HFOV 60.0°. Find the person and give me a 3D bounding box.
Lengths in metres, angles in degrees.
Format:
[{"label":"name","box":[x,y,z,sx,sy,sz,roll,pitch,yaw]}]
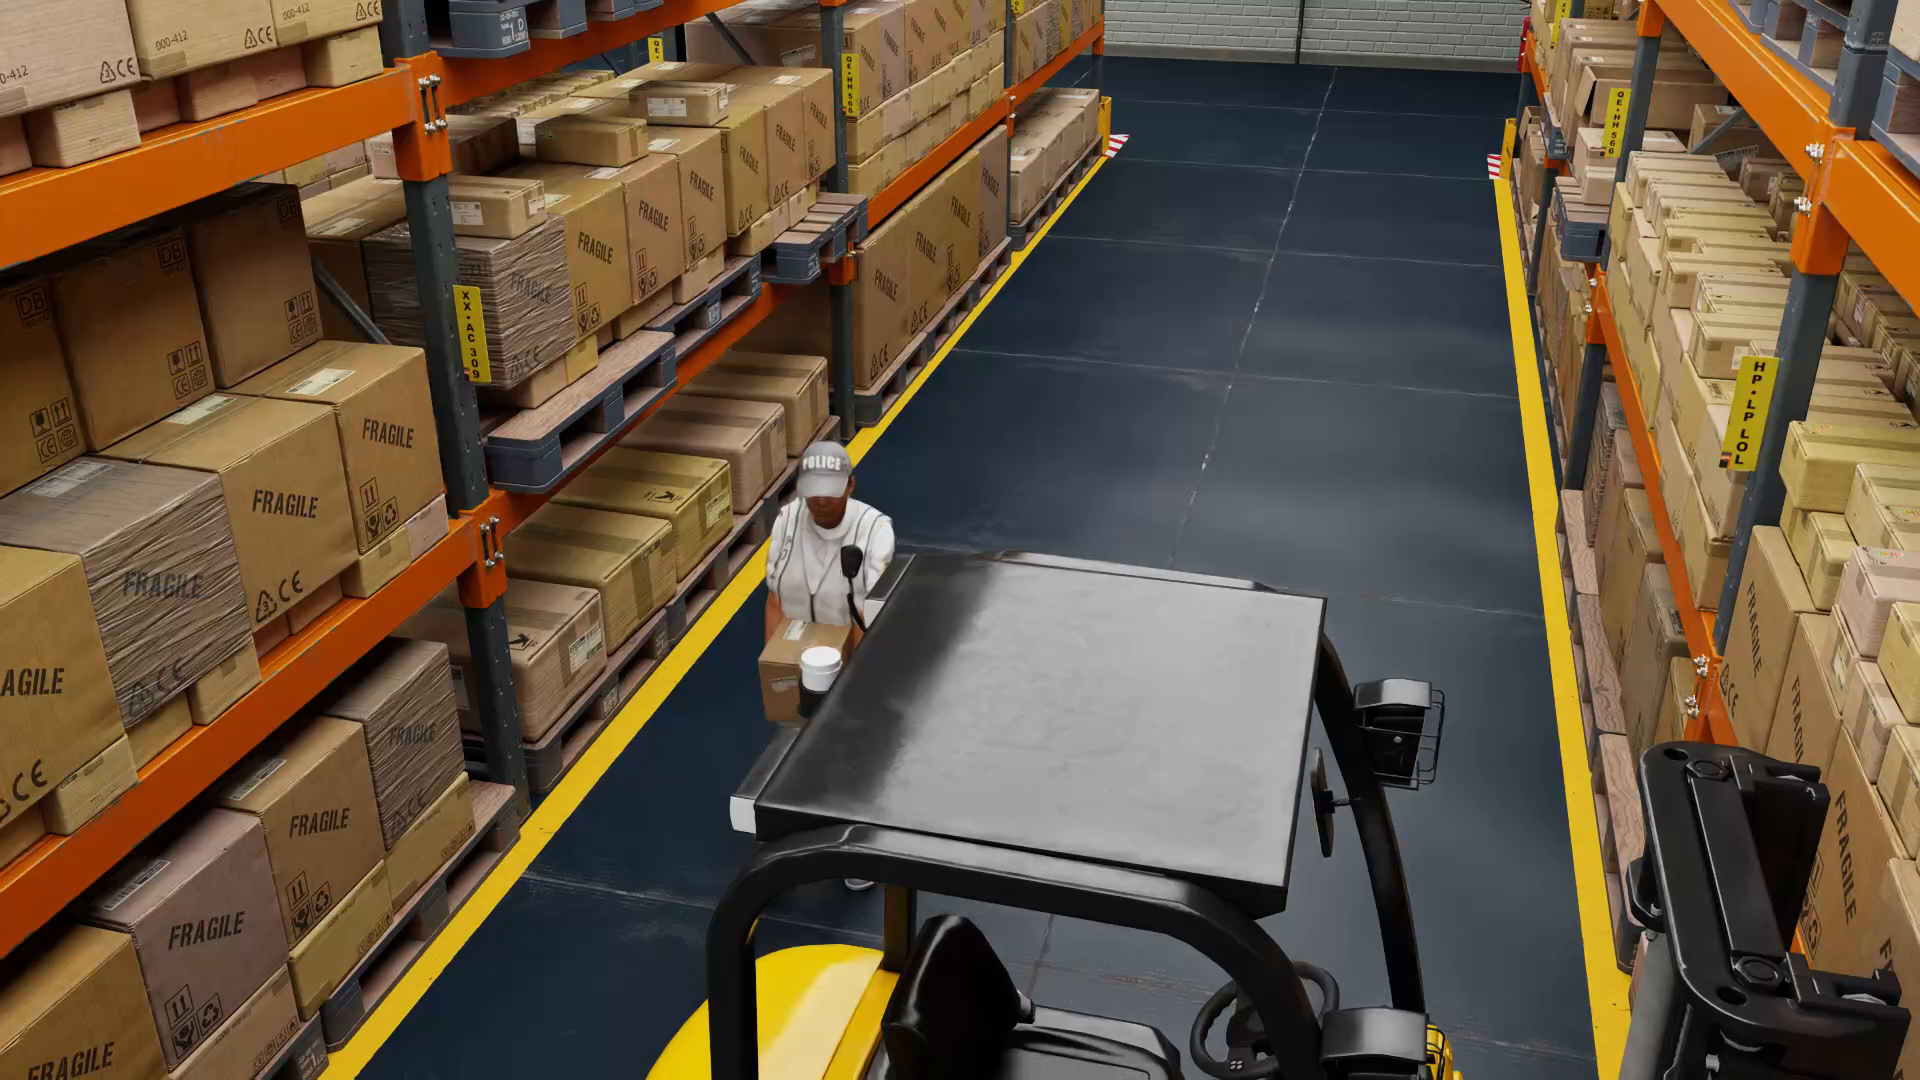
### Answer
[{"label":"person","box":[-0.443,0.432,5.722,0.452,1.657,0.564,6,26,12]}]
